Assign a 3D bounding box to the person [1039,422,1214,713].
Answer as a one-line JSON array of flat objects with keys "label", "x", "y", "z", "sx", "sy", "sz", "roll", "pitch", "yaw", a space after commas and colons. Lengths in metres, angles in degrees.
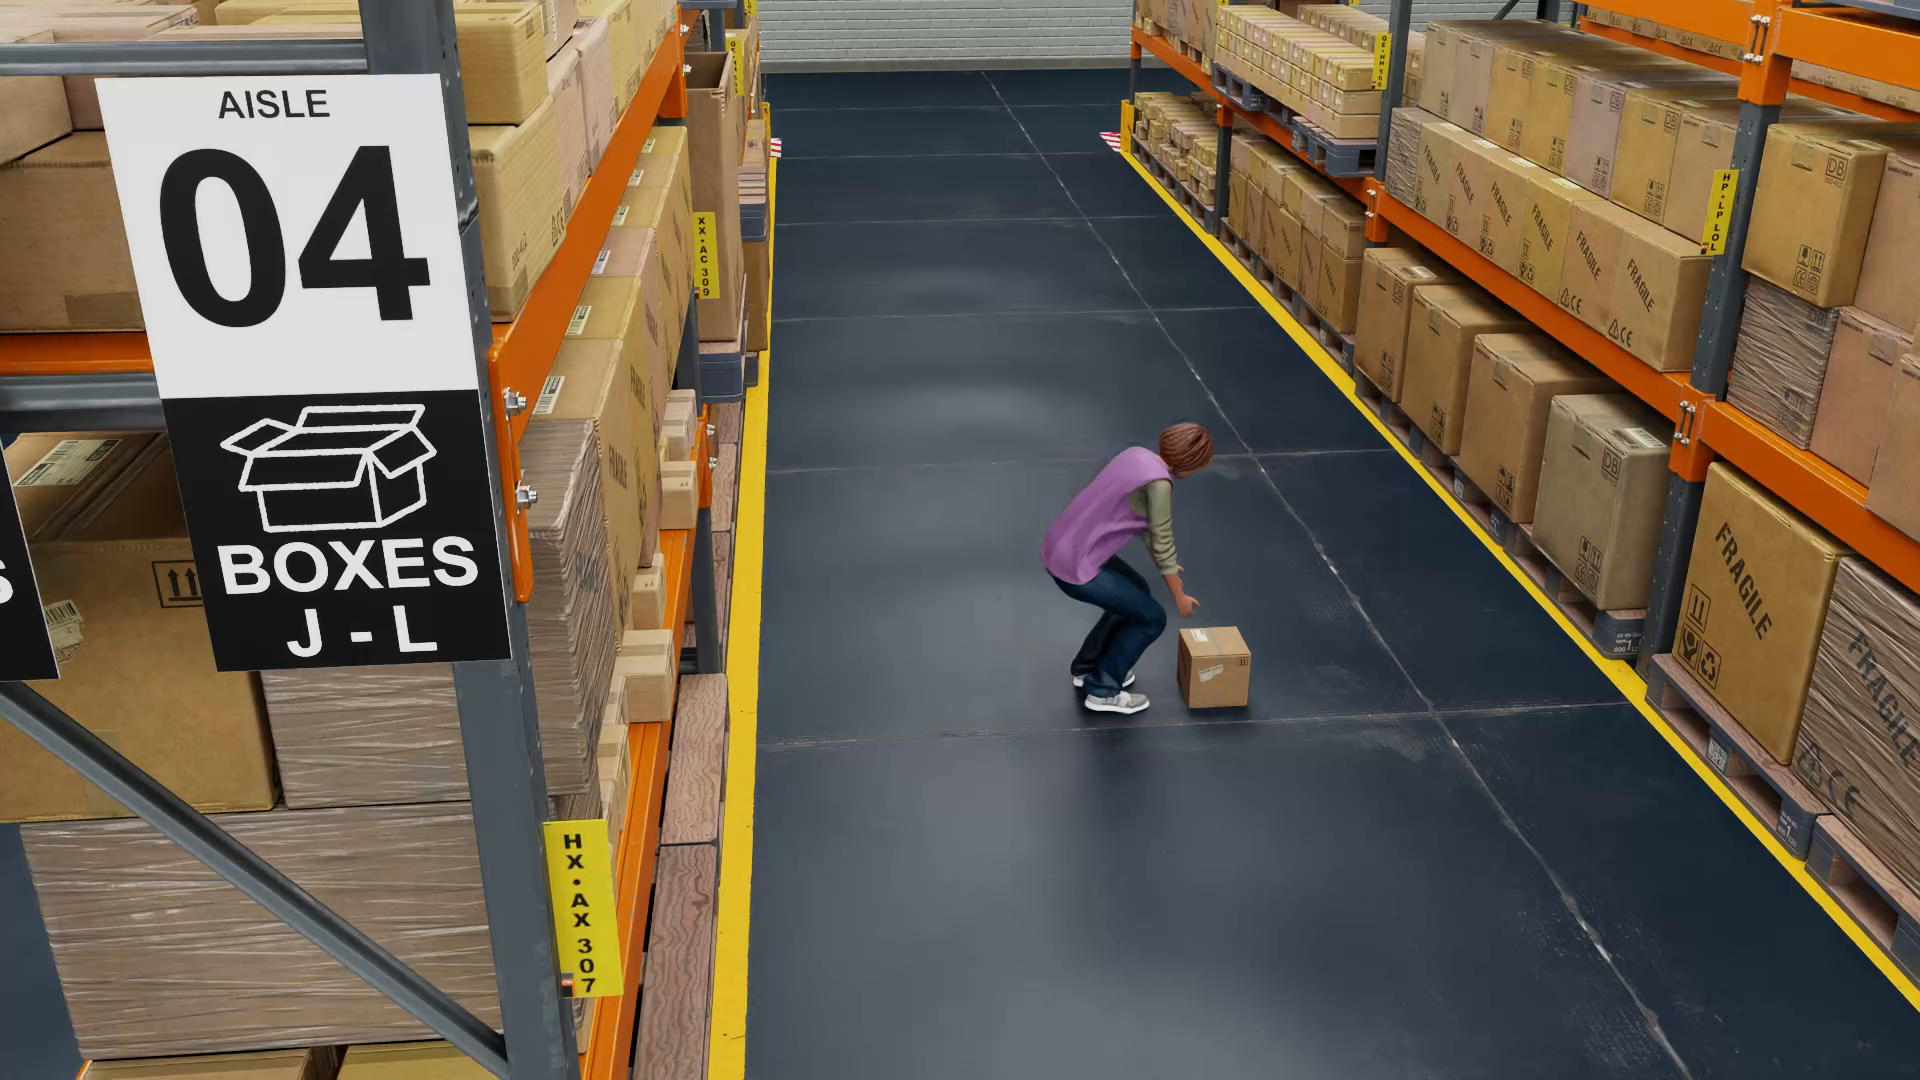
[{"label": "person", "x": 0.673, "y": 0.099, "z": 6.869, "sx": 0.701, "sy": 1.214, "sz": 0.461, "roll": -2, "pitch": 24, "yaw": -5}]
